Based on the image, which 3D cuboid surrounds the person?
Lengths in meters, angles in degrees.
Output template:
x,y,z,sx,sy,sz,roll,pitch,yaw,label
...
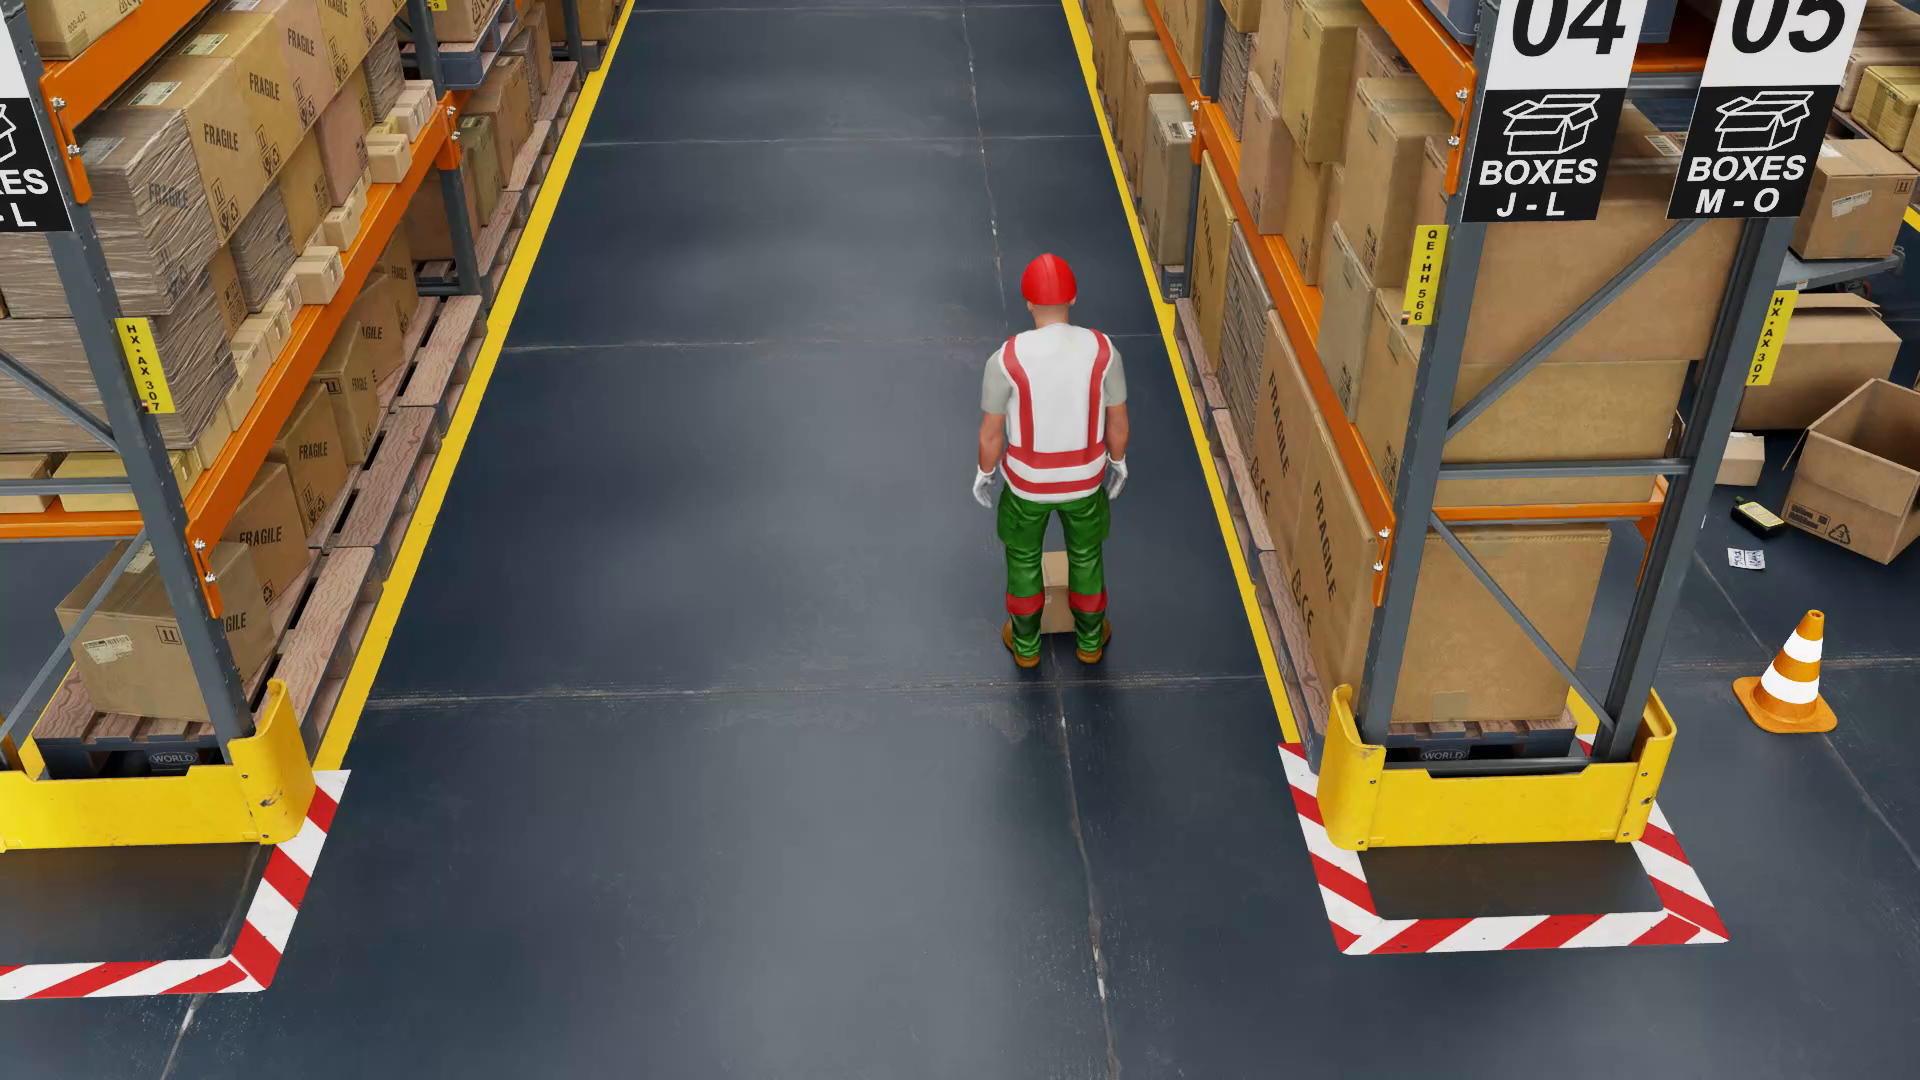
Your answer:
x,y,z,sx,sy,sz,roll,pitch,yaw,label
0.371,-0.275,6.526,0.615,1.778,0.456,-2,35,-3,person
